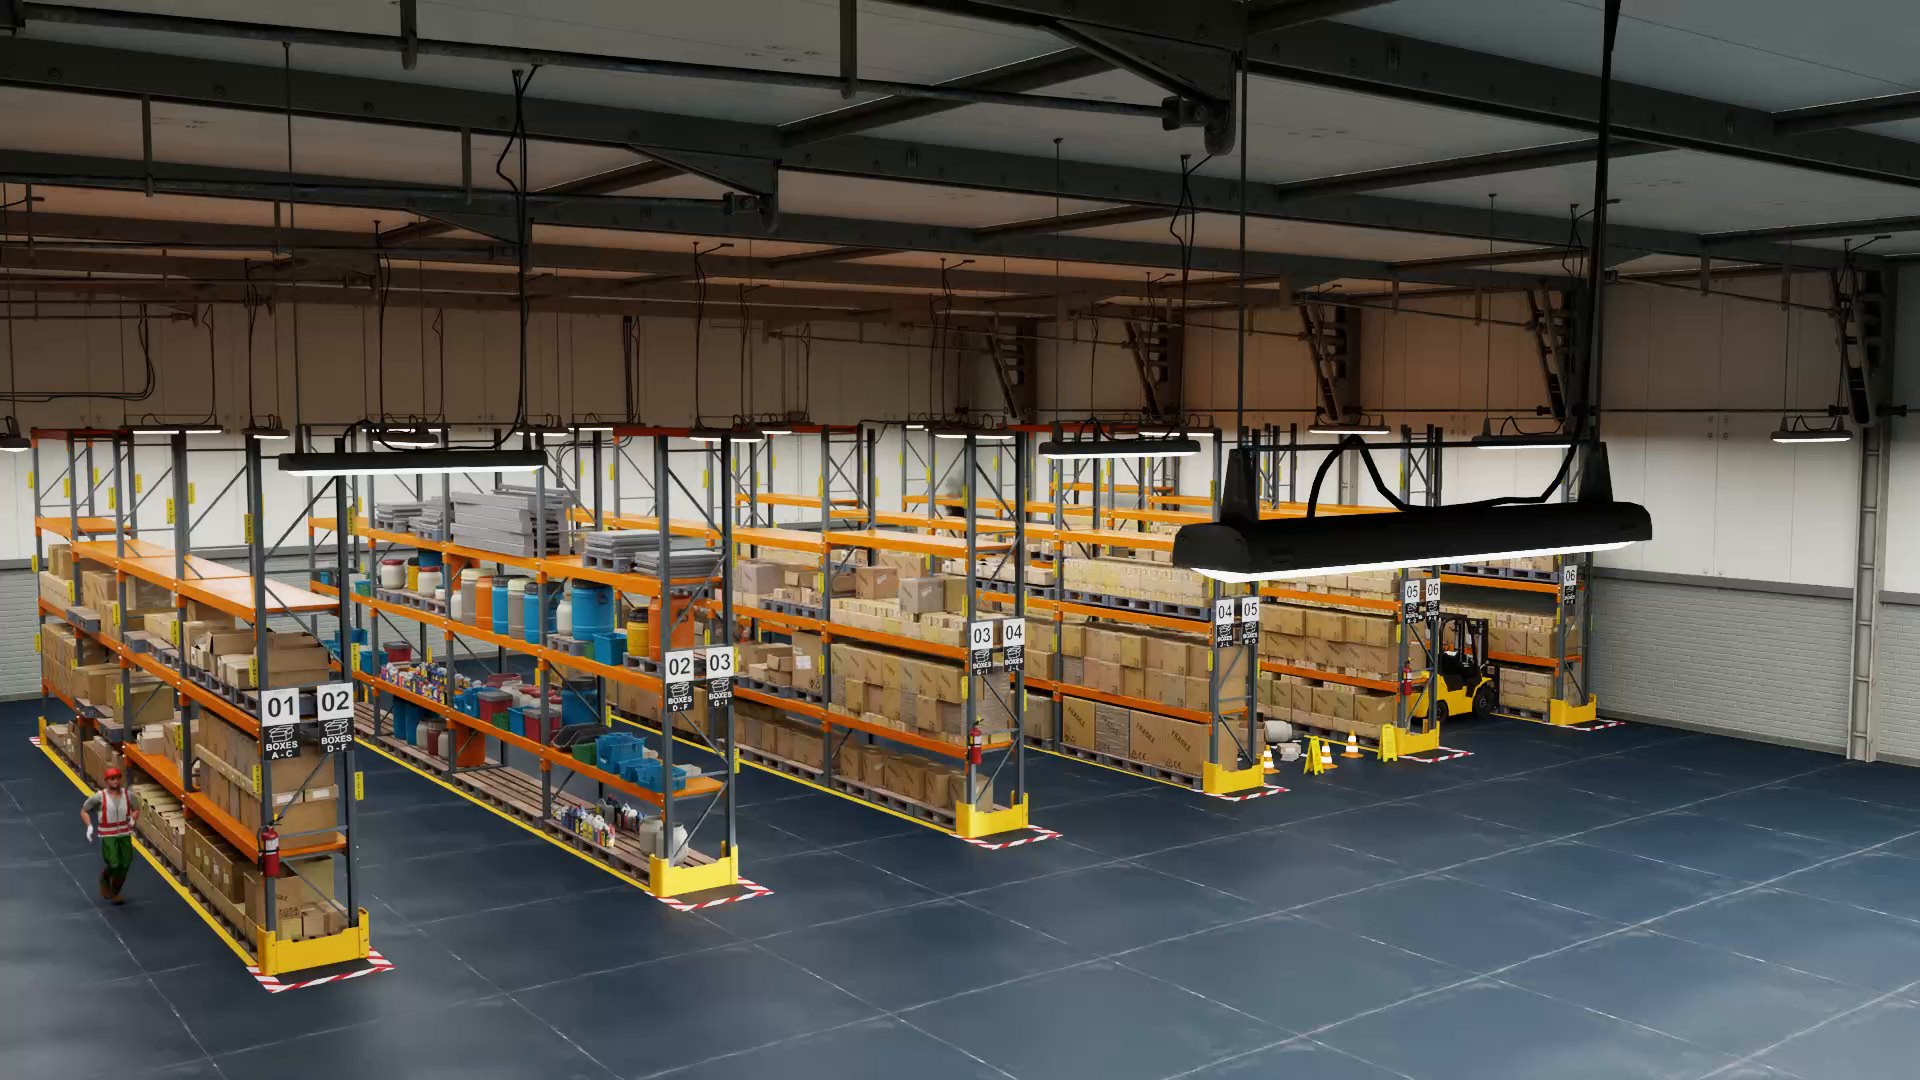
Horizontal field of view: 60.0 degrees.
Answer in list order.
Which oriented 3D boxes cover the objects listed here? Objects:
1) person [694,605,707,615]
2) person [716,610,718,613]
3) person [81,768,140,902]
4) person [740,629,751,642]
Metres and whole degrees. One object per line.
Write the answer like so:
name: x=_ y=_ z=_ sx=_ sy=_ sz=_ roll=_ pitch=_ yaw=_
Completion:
person: x=-6.386 y=2.345 z=39.953 sx=0.765 sy=1.751 sz=0.772 roll=1 pitch=5 yaw=18
person: x=-5.747 y=2.427 z=38.550 sx=0.734 sy=1.745 sz=0.619 roll=-2 pitch=5 yaw=-27
person: x=-10.764 y=3.780 z=21.213 sx=0.606 sy=1.740 sz=0.645 roll=4 pitch=6 yaw=44
person: x=-4.471 y=2.715 z=34.783 sx=0.924 sy=1.721 sz=0.656 roll=4 pitch=6 yaw=44
